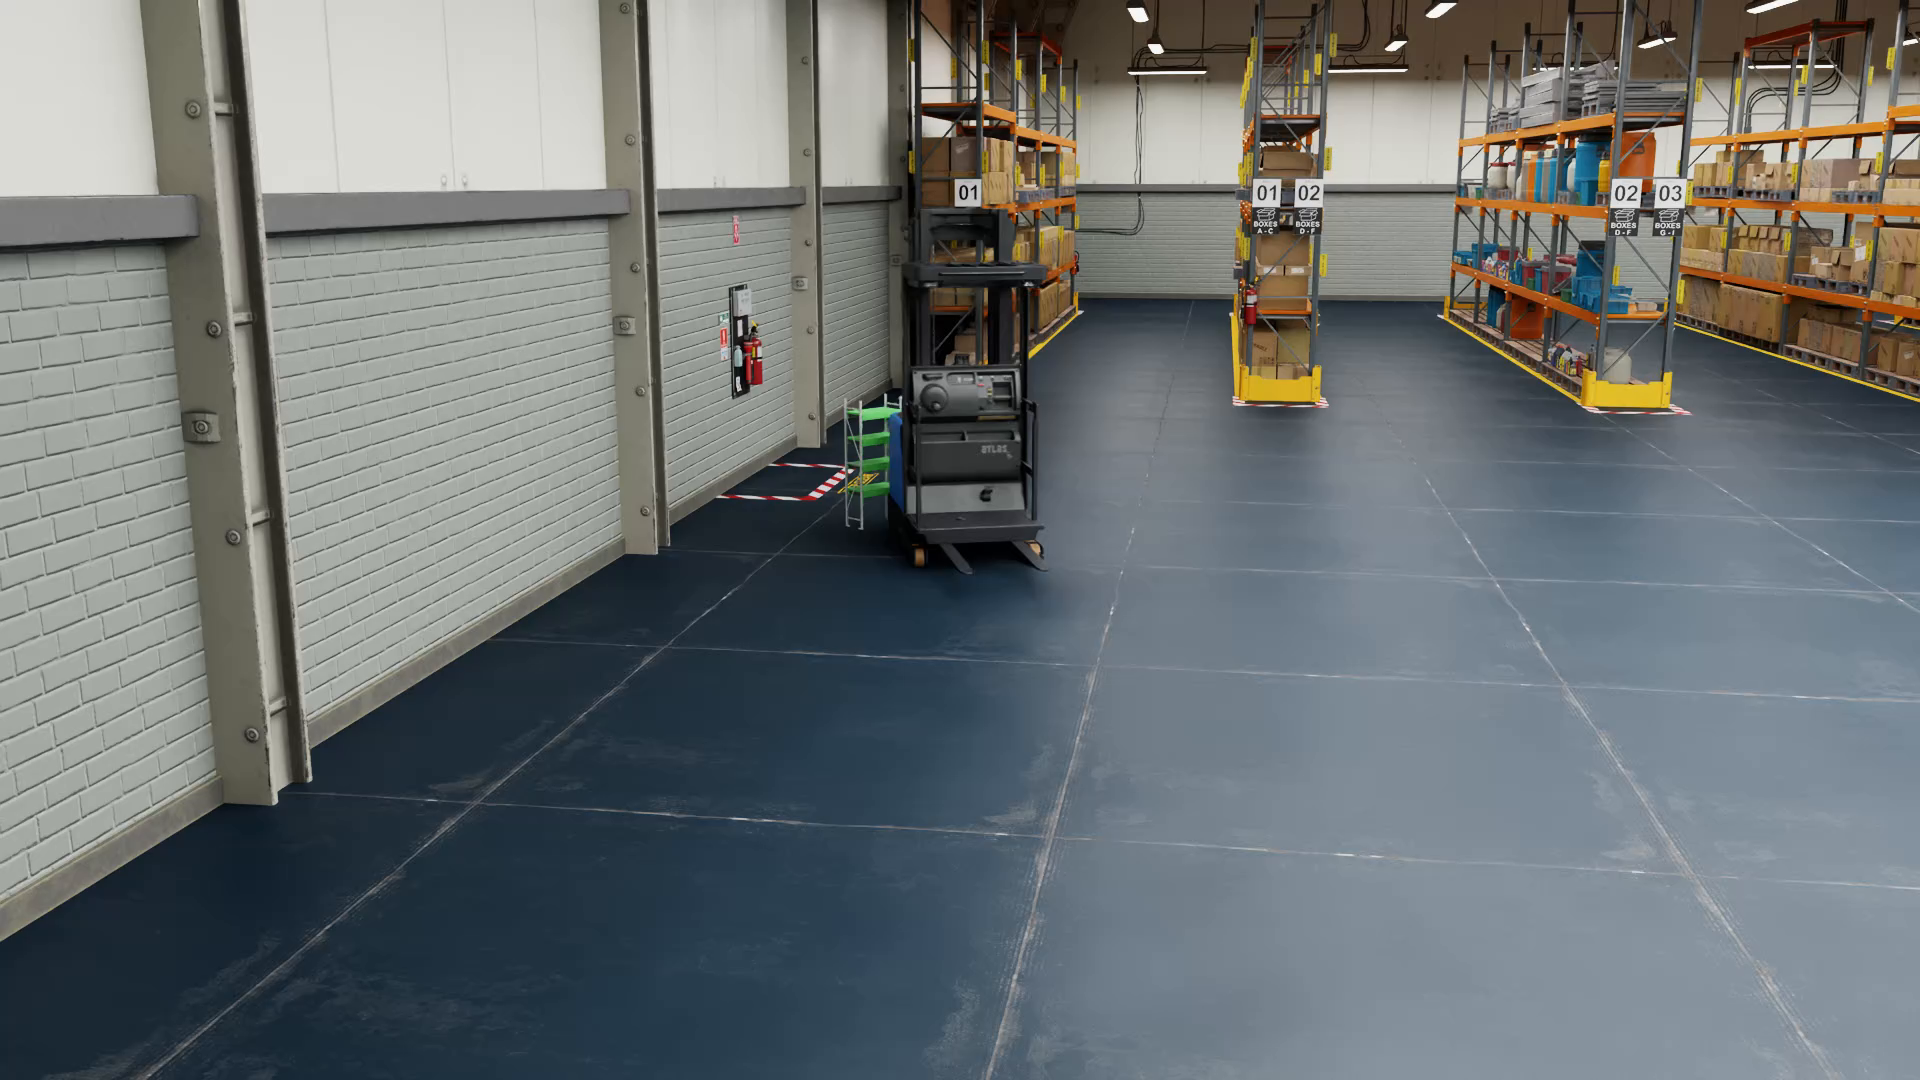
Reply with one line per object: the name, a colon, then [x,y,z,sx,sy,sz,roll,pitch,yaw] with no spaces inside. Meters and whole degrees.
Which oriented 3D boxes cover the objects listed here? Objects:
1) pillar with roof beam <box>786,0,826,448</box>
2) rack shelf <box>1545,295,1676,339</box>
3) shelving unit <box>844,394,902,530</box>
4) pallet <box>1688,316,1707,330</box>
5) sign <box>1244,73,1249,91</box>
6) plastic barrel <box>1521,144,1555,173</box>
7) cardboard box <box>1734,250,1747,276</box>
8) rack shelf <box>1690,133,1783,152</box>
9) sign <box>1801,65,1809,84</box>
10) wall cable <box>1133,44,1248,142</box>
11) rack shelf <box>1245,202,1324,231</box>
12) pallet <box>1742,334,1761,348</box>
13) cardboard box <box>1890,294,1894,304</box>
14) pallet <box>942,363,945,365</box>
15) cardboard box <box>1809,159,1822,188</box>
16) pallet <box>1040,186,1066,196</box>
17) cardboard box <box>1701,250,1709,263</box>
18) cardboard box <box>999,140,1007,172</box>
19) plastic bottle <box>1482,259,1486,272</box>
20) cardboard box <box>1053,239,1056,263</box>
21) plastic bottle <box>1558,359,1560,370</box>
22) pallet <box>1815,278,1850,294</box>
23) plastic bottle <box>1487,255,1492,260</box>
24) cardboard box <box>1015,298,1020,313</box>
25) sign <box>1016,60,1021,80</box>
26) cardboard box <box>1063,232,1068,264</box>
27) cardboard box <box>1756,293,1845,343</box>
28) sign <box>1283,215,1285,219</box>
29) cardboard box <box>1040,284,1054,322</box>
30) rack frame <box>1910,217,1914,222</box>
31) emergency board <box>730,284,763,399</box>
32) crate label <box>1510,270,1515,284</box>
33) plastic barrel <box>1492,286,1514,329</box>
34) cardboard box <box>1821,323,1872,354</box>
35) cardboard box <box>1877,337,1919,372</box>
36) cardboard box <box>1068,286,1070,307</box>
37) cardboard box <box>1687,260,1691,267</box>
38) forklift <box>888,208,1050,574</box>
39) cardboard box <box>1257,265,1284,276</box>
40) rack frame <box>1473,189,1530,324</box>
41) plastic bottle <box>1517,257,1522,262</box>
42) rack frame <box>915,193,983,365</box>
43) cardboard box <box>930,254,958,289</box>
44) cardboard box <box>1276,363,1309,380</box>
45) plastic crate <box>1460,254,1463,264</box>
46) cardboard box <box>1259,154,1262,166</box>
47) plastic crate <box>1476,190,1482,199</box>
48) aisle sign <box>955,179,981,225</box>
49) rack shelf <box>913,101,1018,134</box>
pillar with roof beam: [2.419,-5.428,18.820,9.100,9.000,0.400,2,12,9]
rack shelf: [9.931,-3.454,25.607,1.077,0.370,4.000,2,12,9]
shelving unit: [-0.807,-0.737,15.565,0.503,1.200,0.258,-11,16,-42]
pallet: [16.743,-4.774,36.644,1.003,0.211,1.213,2,12,9]
sign: [5.423,-8.659,31.409,0.100,0.325,0.005,2,12,9]
plastic barrel: [10.944,-7.054,31.469,0.600,0.830,0.708,2,12,9]
cardboard box: [15.969,-5.583,33.543,0.500,0.500,0.500,2,12,9]
rack shelf: [16.671,-8.528,35.864,1.077,0.370,4.000,2,12,9]
sign: [15.199,-8.378,29.915,0.100,0.325,0.005,2,12,9]
wall cable: [6.192,-12.003,44.710,3.097,2.526,0.112,2,12,9]
rack shelf: [5.038,-5.081,26.039,1.077,0.370,4.000,2,12,9]
pallet: [16.134,-3.946,32.801,1.003,0.211,1.213,2,12,9]
cardboard box: [14.711,-3.747,25.854,0.380,0.149,0.250,2,12,9]
pallet: [0.196,-2.784,27.411,1.003,0.211,1.213,2,12,9]
cardboard box: [15.340,-6.459,29.298,0.500,0.500,0.500,2,12,9]
pallet: [1.816,-7.801,37.162,1.003,0.211,1.213,2,12,9]
cardboard box: [16.328,-6.113,35.890,0.500,0.250,0.500,2,12,10]
cardboard box: [0.497,-6.220,26.957,0.500,0.500,0.500,1,12,7]
plastic bottle: [10.971,-5.740,34.784,0.061,0.283,0.133,2,12,9]
cardboard box: [1.790,-6.201,35.658,0.500,0.500,0.500,2,12,9]
plastic bottle: [9.609,-2.817,26.542,0.097,0.201,0.097,0,12,0]
pallet: [15.484,-4.387,28.684,1.003,0.211,1.213,2,12,9]
plastic bottle: [11.089,-5.792,34.865,0.144,0.351,0.185,2,12,9]
cardboard box: [0.856,-4.467,31.710,0.500,0.250,0.500,2,12,10]
sign: [0.983,-7.949,28.115,0.100,0.325,0.005,2,12,9]
cardboard box: [2.000,-6.771,38.579,0.980,0.700,0.700,1,12,6]
cardboard box: [15.875,-4.204,31.425,1.225,0.875,0.875,1,12,6]
sign: [7.736,-7.579,39.545,0.100,0.325,0.005,2,12,9]
cardboard box: [1.575,-5.038,35.356,0.750,0.750,0.750,2,12,10]
rack frame: [21.864,-6.378,37.466,1.000,3.000,0.127,2,12,9]
emergency board: [-2.253,-2.122,17.718,0.194,1.169,0.643,2,12,9]
crate label: [10.419,-4.897,30.994,0.303,0.233,0.416,2,12,9]
plastic barrel: [11.260,-4.807,34.161,0.600,0.901,0.708,2,12,9]
cardboard box: [15.512,-3.513,29.063,0.700,0.500,0.500,3,13,13]
cardboard box: [15.032,-2.963,26.557,0.500,0.500,0.500,1,12,7]
cardboard box: [2.287,-5.875,40.072,0.700,0.500,0.500,2,12,9]
cardboard box: [16.442,-6.159,37.050,0.380,0.149,0.250,2,12,8]
forklift: [0.096,-1.284,13.995,1.130,2.935,3.031,-2,12,-10]
cardboard box: [4.601,-4.002,24.667,0.380,0.149,0.250,2,12,8]
rack frame: [11.469,-5.887,35.191,1.000,3.000,0.127,2,12,9]
plastic bottle: [11.481,-5.627,34.102,0.144,0.351,0.185,2,12,9]
rack frame: [-0.165,-3.710,25.089,1.000,3.000,0.127,2,12,9]
cardboard box: [-0.303,-4.118,25.511,0.500,0.500,0.500,2,12,8]
cardboard box: [5.032,-2.516,25.078,0.500,0.250,0.500,2,12,9]
plastic crate: [11.519,-6.352,37.605,0.416,0.233,0.300,2,12,9]
cardboard box: [4.967,-5.835,26.254,0.797,0.503,0.637,3,13,15]
plastic crate: [11.236,-7.348,35.352,0.450,0.188,0.662,2,12,9]
aisle sign: [0.120,-4.956,24.700,0.394,0.787,0.004,2,12,9]
rack shelf: [0.142,-6.706,26.465,1.077,0.370,4.000,2,12,9]
